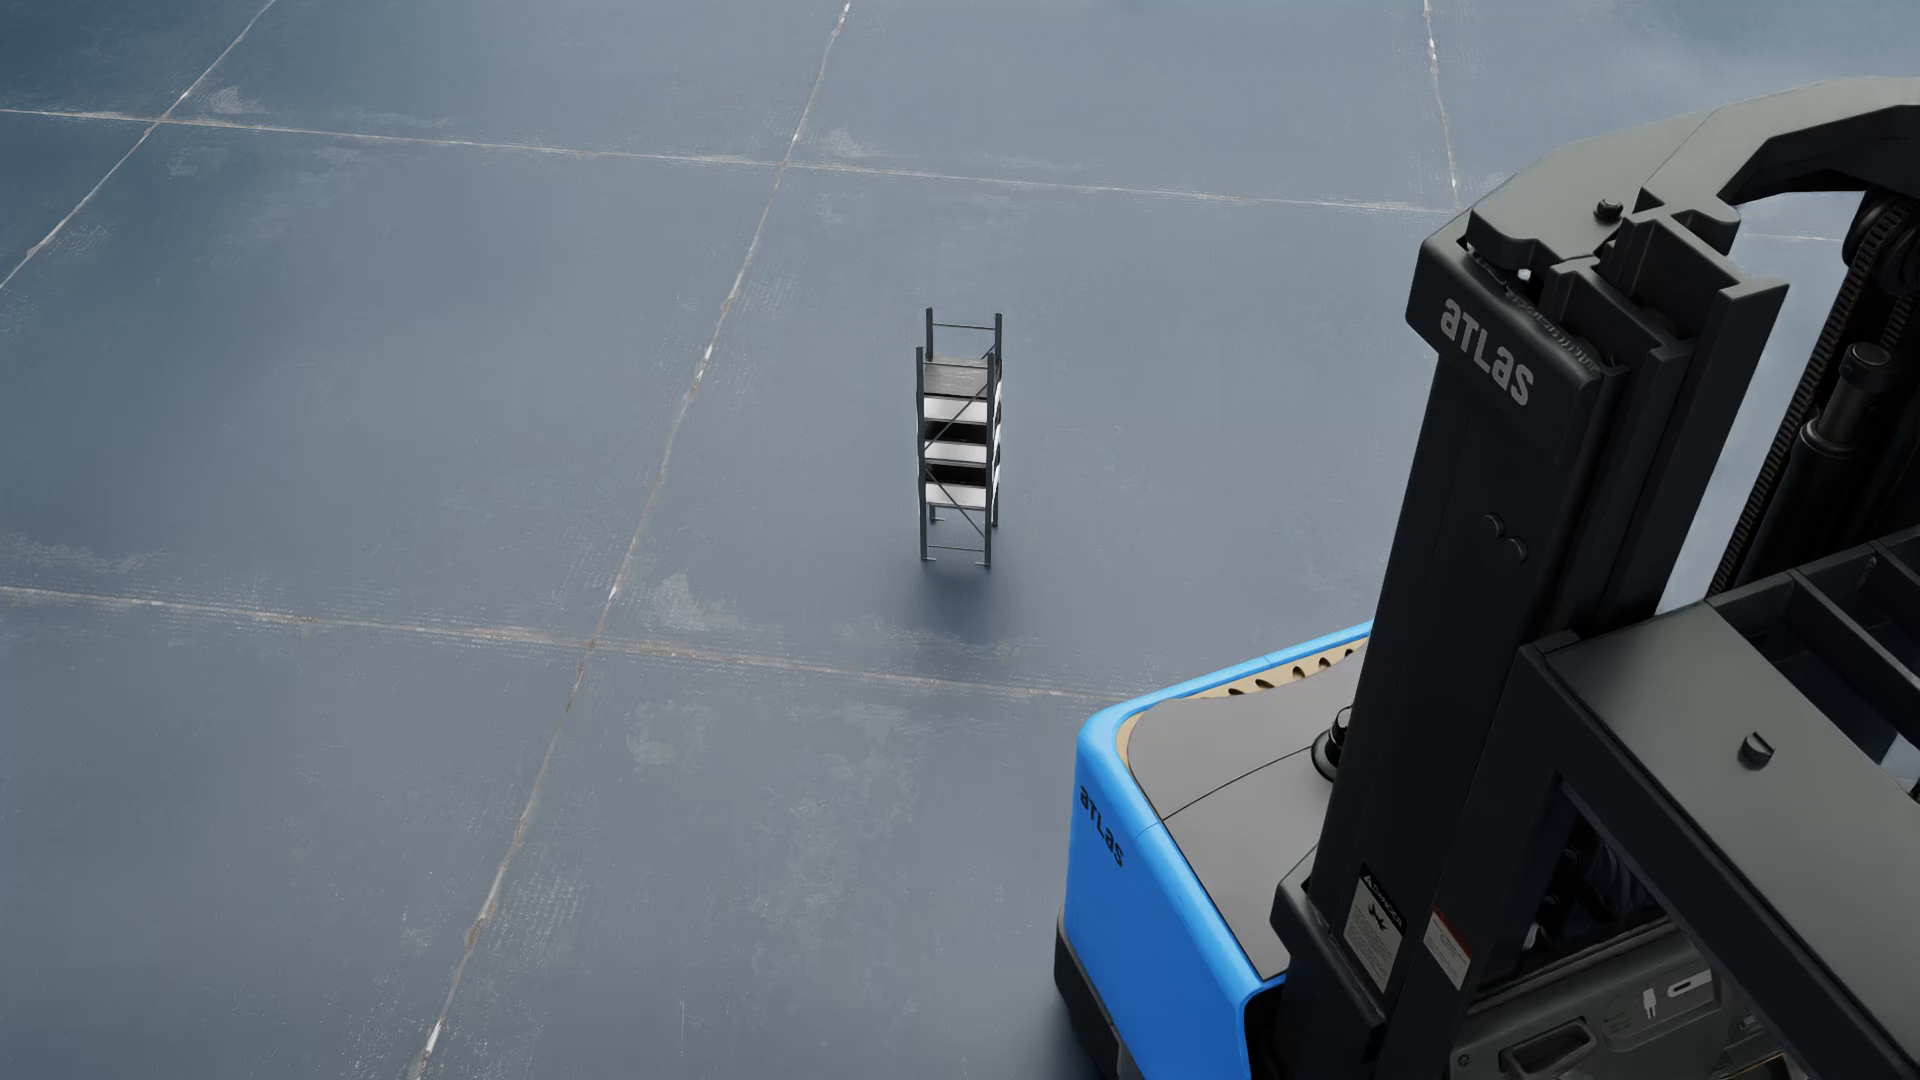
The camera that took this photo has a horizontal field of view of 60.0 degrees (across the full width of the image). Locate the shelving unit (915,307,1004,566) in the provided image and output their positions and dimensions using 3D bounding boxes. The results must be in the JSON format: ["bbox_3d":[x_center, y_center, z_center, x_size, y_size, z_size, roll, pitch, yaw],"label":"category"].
[{"bbox_3d":[-0.001,-0.321,5.435,0.258,0.900,0.210,5,44,6],"label":"shelving unit"}]

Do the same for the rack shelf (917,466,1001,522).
[{"bbox_3d":[-0.001,-0.166,5.581,0.258,0.077,0.200,5,44,6],"label":"rack shelf"}]

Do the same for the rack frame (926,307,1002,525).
[{"bbox_3d":[0.012,-0.391,5.508,0.240,0.900,0.006,5,44,6],"label":"rack frame"}]

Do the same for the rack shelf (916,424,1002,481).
[{"bbox_3d":[-0.001,-0.297,5.458,0.258,0.077,0.200,5,44,6],"label":"rack shelf"}]

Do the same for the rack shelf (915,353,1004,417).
[{"bbox_3d":[-0.001,-0.493,5.272,0.258,0.077,0.200,5,44,6],"label":"rack shelf"}]

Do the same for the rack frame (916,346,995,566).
[{"bbox_3d":[-0.015,-0.252,5.362,0.240,0.900,0.006,5,44,6],"label":"rack frame"}]

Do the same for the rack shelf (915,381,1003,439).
[{"bbox_3d":[-0.001,-0.428,5.334,0.258,0.077,0.200,5,44,6],"label":"rack shelf"}]

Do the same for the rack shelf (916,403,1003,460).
[{"bbox_3d":[-0.001,-0.362,5.396,0.258,0.077,0.200,5,44,6],"label":"rack shelf"}]

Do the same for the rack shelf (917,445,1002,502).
[{"bbox_3d":[-0.001,-0.232,5.520,0.258,0.077,0.200,5,44,6],"label":"rack shelf"}]

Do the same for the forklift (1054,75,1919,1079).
[{"bbox_3d":[1.288,0.923,2.644,1.130,2.935,3.031,-16,46,-16],"label":"forklift"}]
